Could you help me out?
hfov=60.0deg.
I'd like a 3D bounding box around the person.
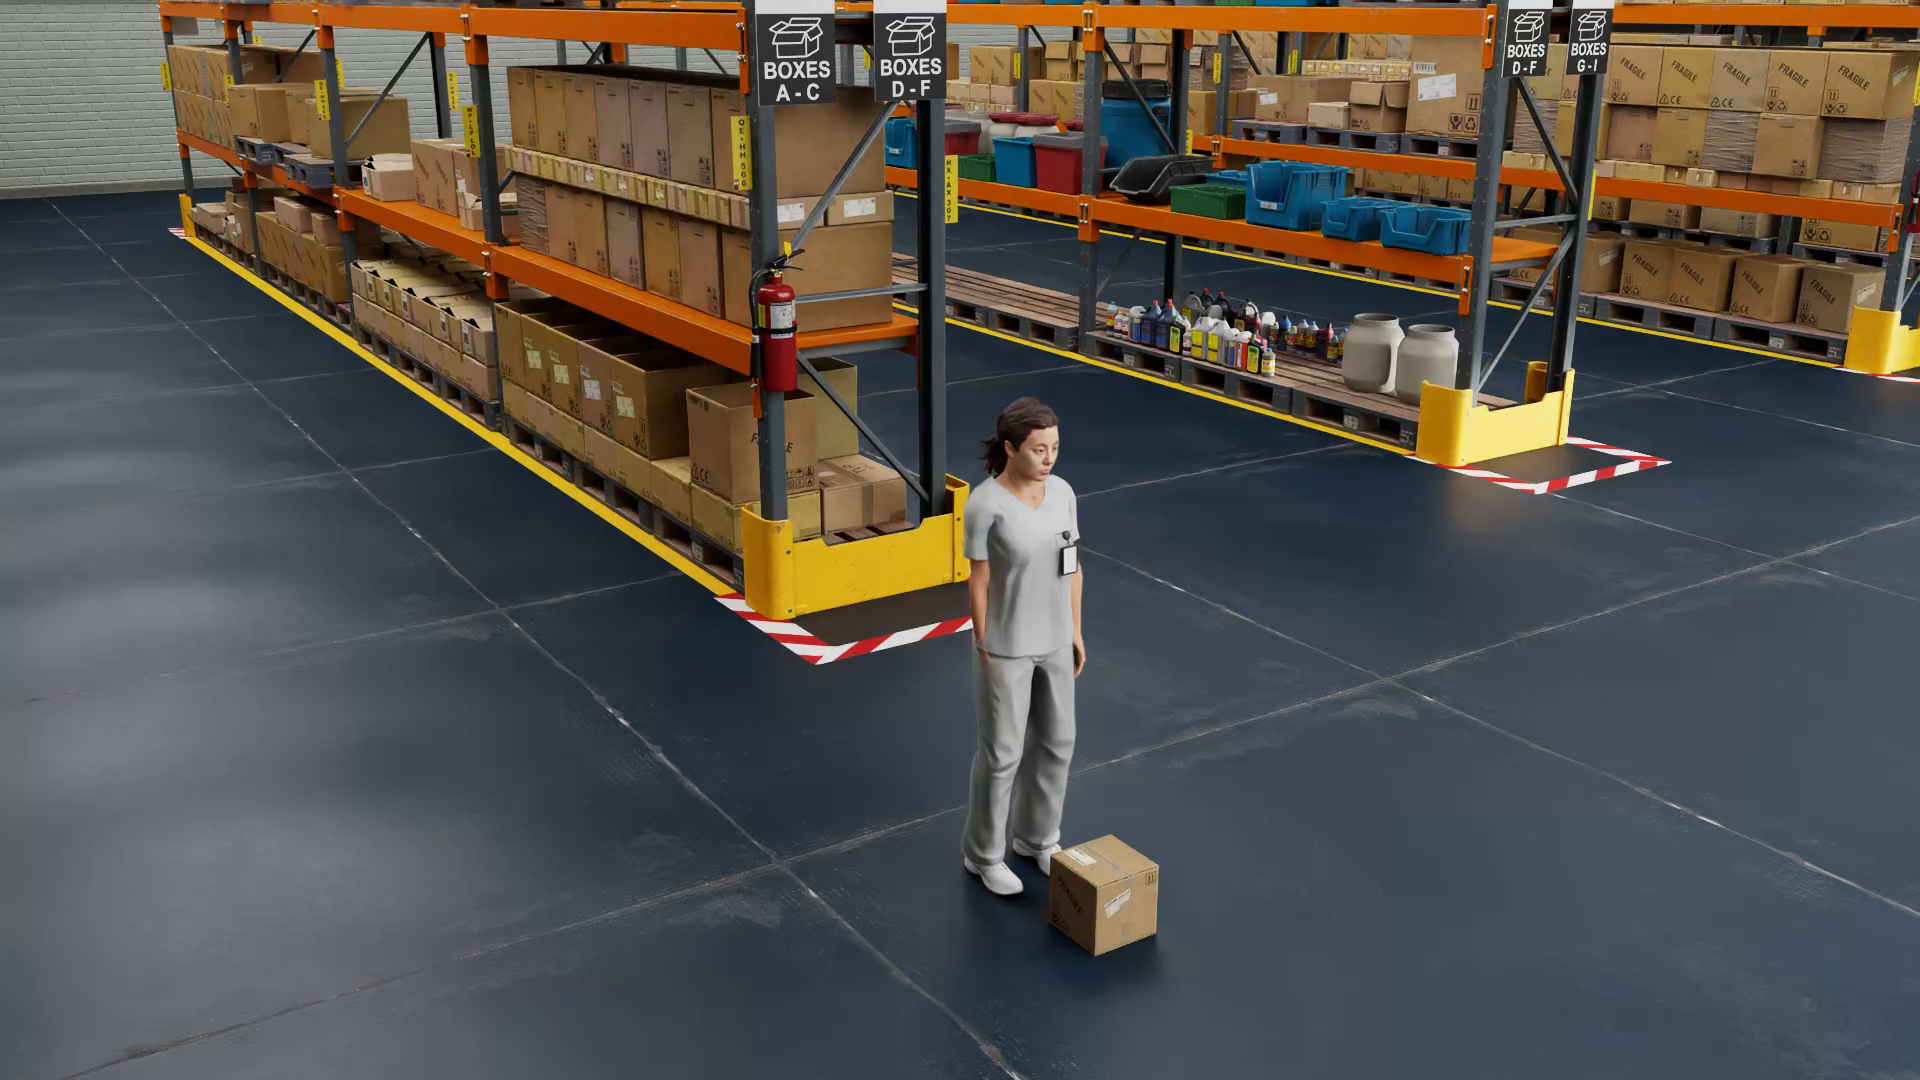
[{"bbox_3d":[0.211,0.343,5.522,0.439,1.672,0.365,-11,21,-30],"label":"person"}]
